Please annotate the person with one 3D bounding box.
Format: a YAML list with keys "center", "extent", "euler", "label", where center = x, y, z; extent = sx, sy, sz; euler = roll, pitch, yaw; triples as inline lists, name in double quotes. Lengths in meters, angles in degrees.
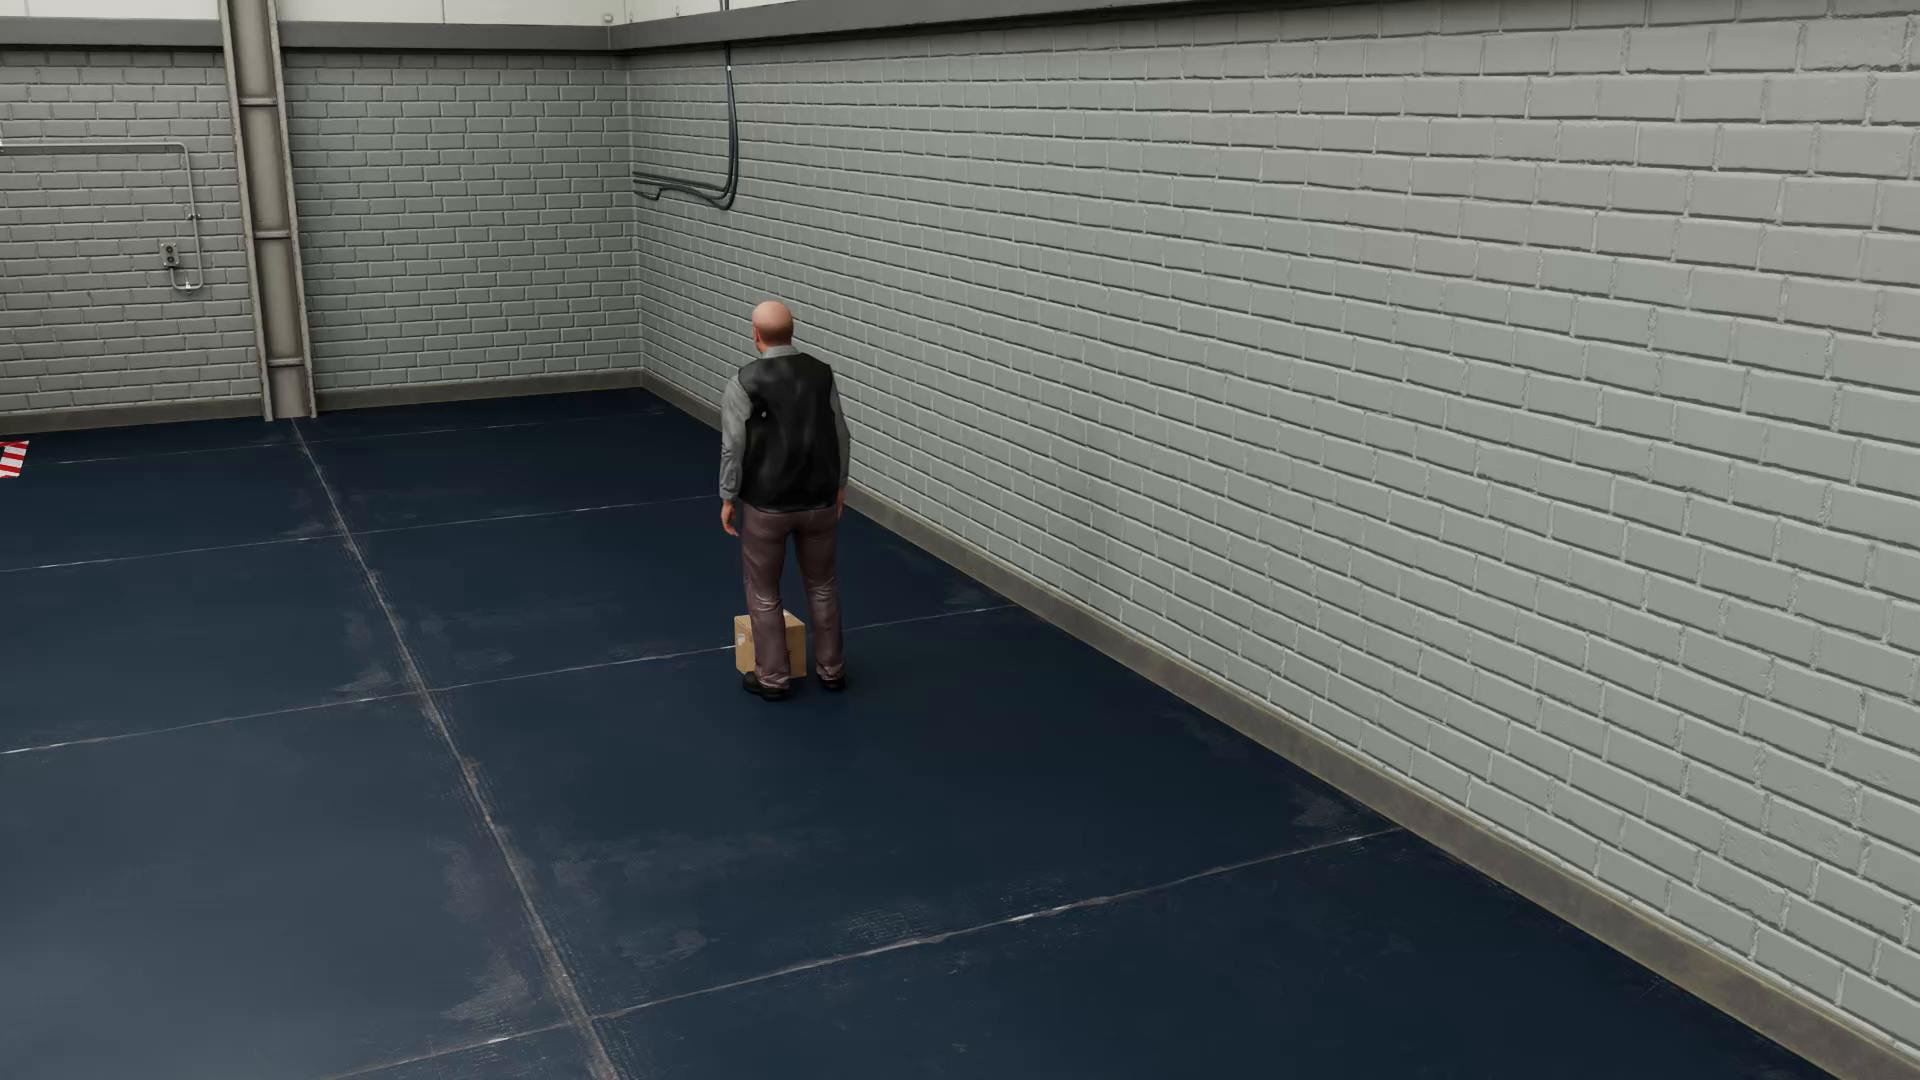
- center: [-0.740, -0.159, 7.153]
  extent: [0.588, 1.721, 0.411]
  euler: [-8, 17, -26]
  label: "person"
